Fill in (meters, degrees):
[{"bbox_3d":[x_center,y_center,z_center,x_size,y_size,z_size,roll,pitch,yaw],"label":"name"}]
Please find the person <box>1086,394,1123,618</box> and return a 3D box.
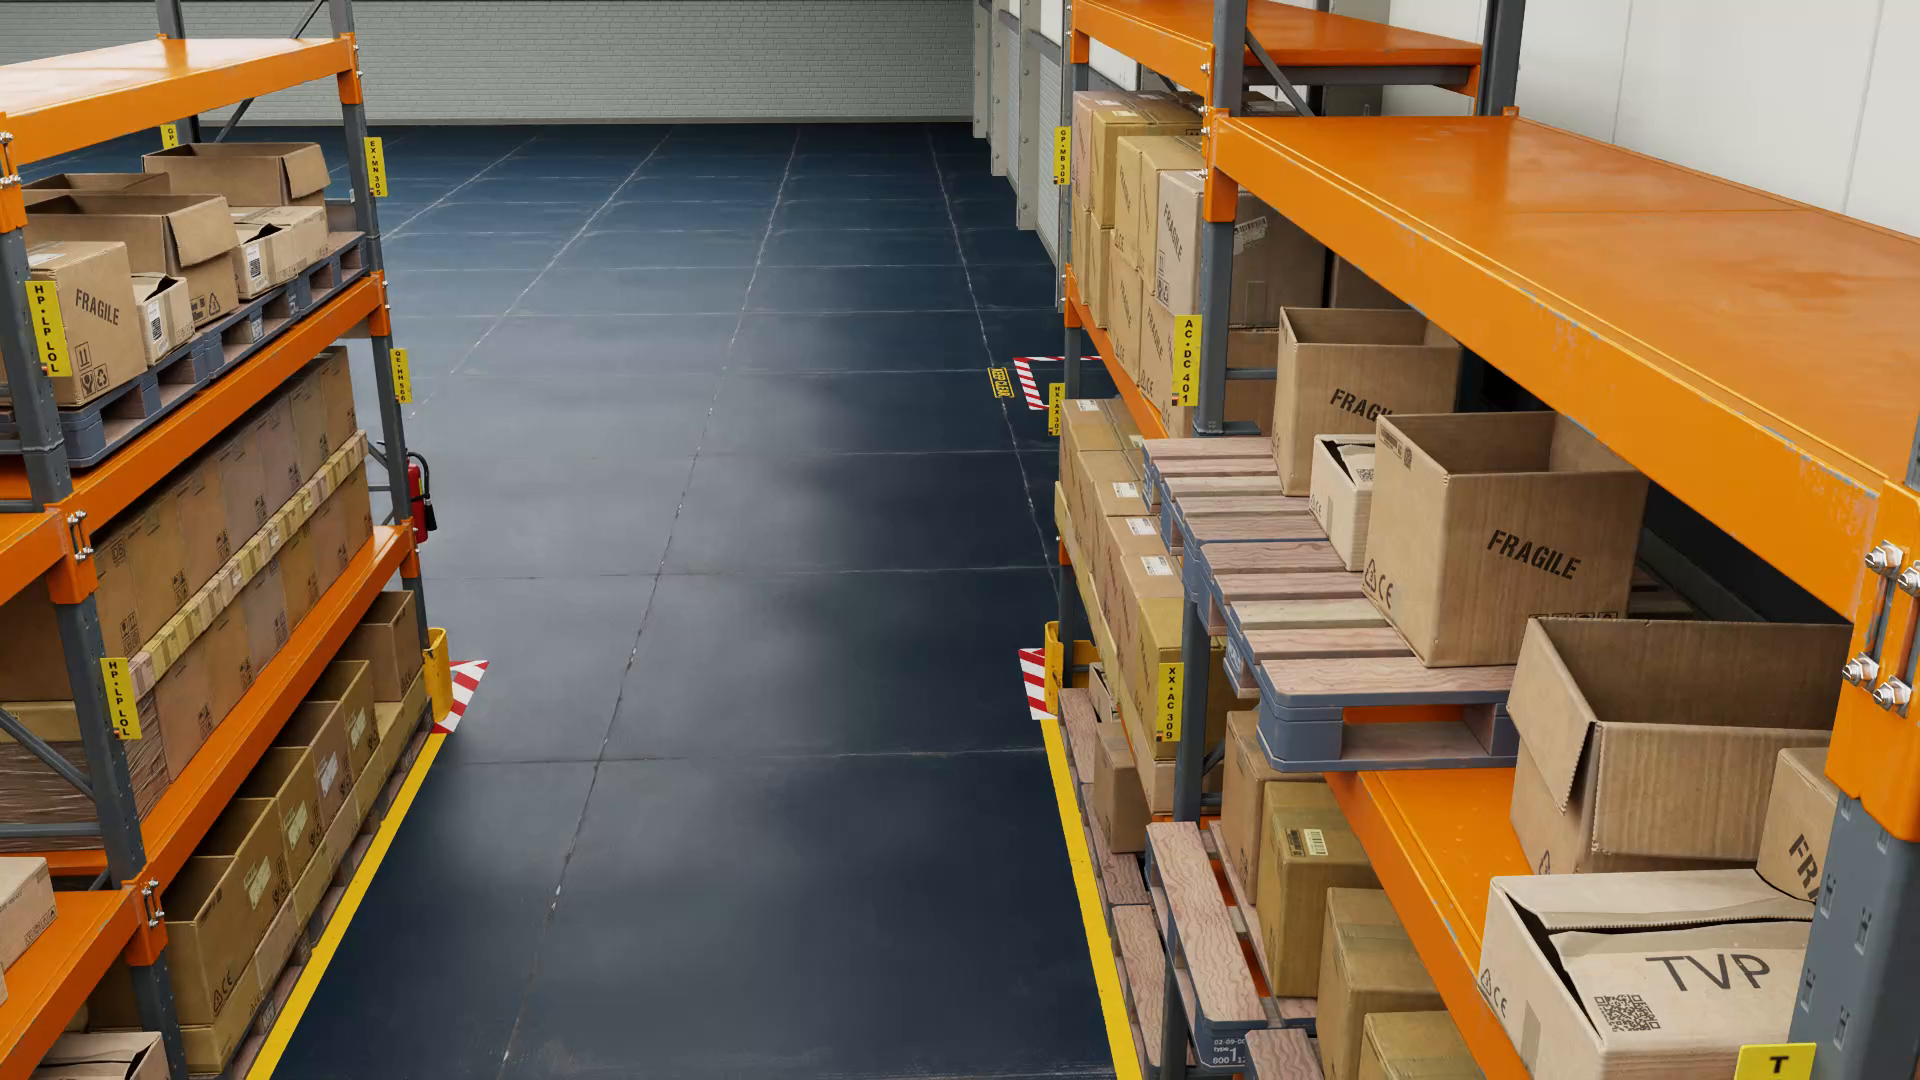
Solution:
[{"bbox_3d":[1.126,-0.191,11.492,0.527,1.687,0.437,-10,23,-25],"label":"person"}]
